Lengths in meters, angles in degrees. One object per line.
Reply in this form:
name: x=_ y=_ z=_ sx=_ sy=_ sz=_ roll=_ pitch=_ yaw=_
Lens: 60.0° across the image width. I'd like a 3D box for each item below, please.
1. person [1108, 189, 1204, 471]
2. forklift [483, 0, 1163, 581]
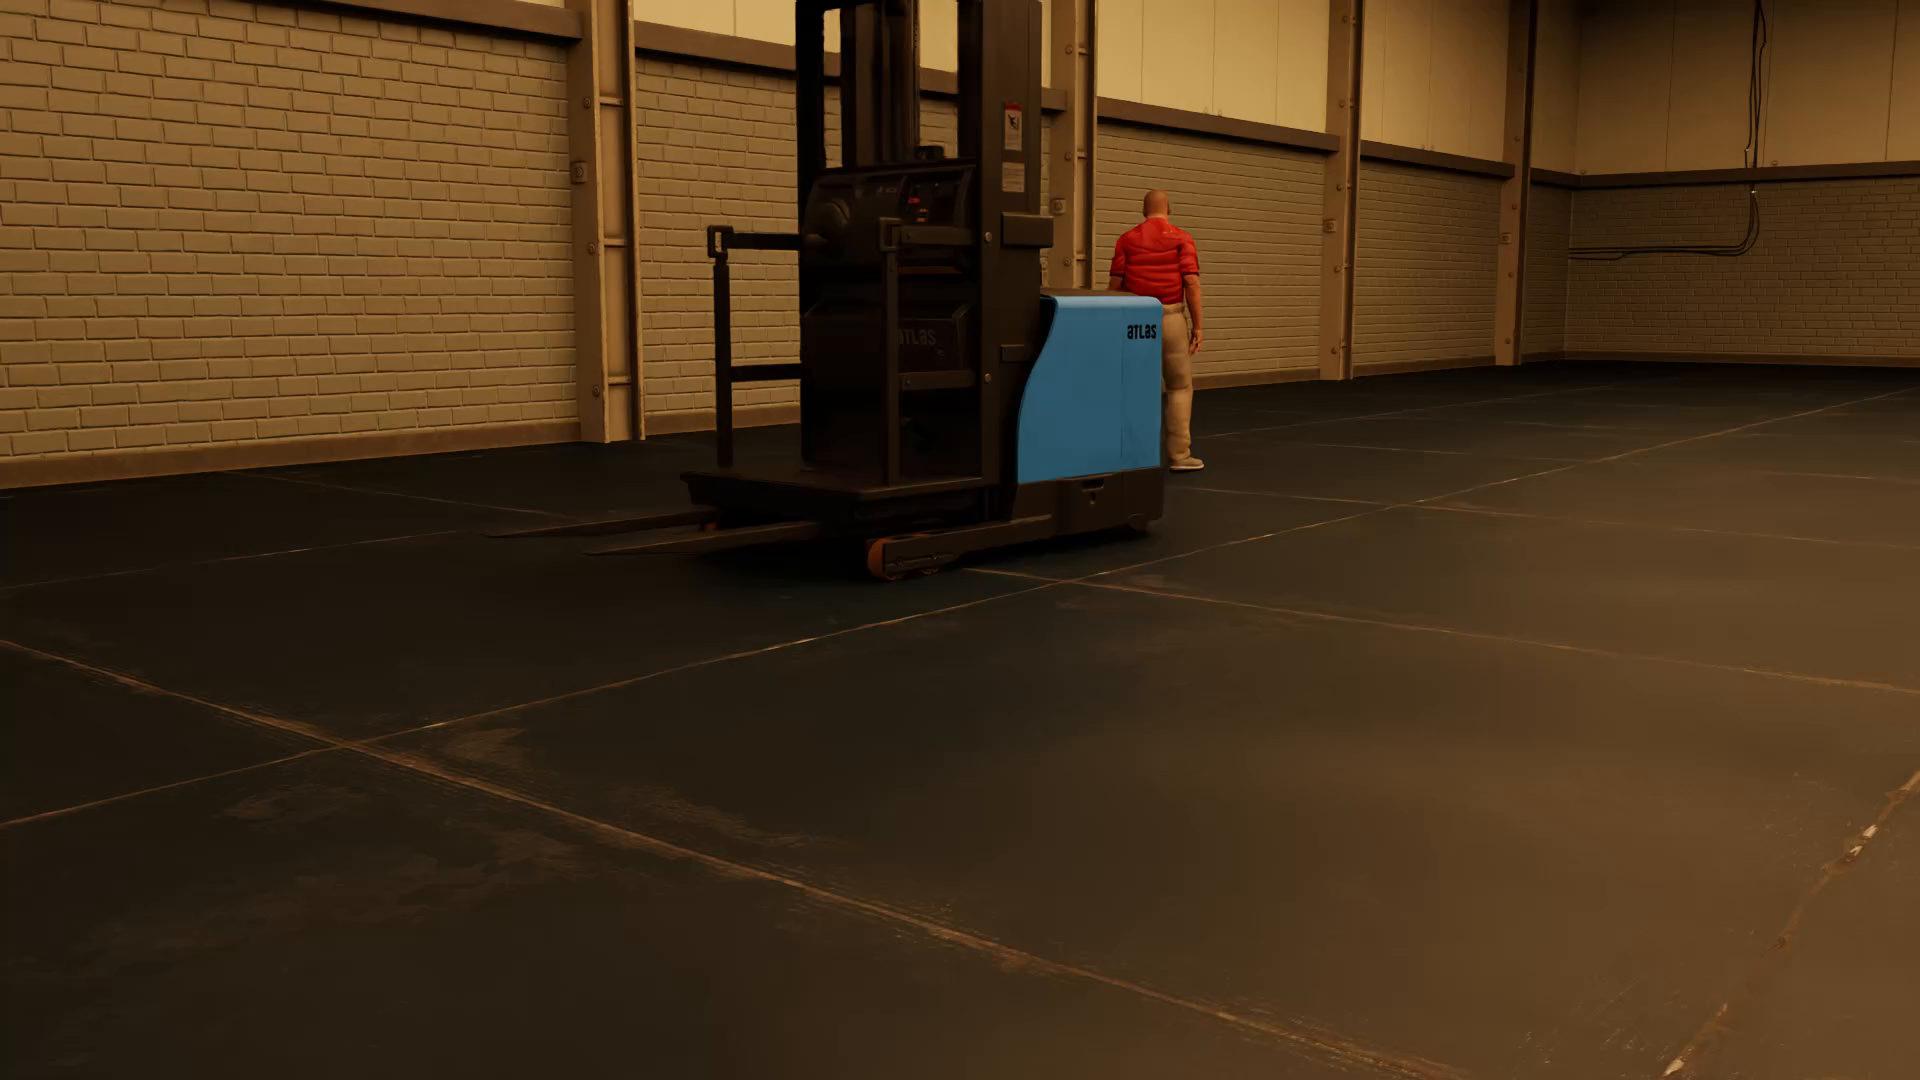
person: x=1.210 y=-1.294 z=10.282 sx=0.585 sy=1.725 sz=0.396 roll=3 pitch=9 yaw=21
forklift: x=-0.445 y=-1.376 z=6.686 sx=1.130 sy=2.935 sz=3.031 roll=8 pitch=11 yaw=42
